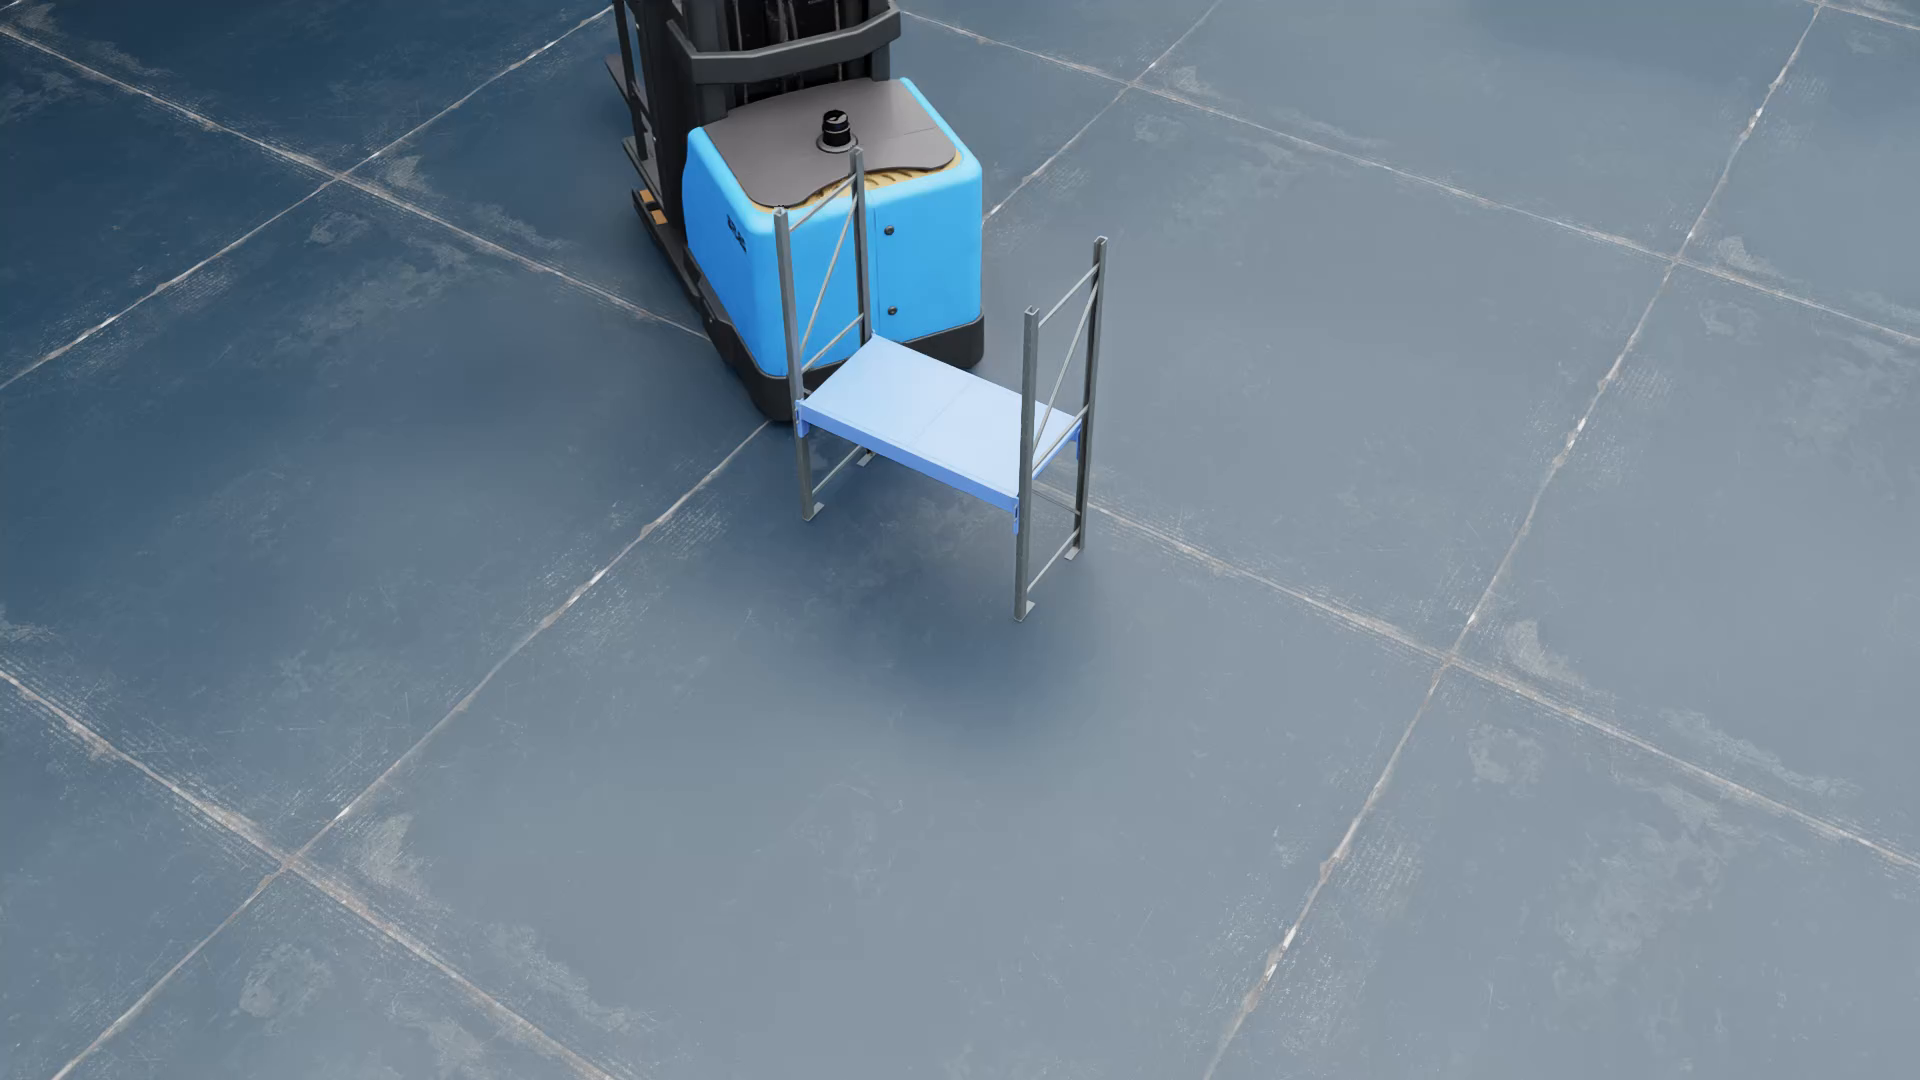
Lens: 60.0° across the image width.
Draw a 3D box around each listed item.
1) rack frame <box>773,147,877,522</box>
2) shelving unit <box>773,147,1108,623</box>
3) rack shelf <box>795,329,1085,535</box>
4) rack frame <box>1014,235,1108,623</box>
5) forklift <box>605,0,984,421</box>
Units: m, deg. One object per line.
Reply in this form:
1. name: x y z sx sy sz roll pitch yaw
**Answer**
1. rack frame: -0.500 -0.753 6.435 0.032 1.500 0.500 25 51 22
2. shelving unit: -0.072 -0.556 6.244 1.048 1.500 0.538 25 51 22
3. rack shelf: -0.072 -0.430 6.373 1.000 0.185 0.538 25 51 22
4. rack frame: 0.356 -0.359 6.053 0.032 1.500 0.500 25 51 22
5. forklift: -0.974 -2.599 7.232 1.130 2.935 3.031 -18 49 -17
